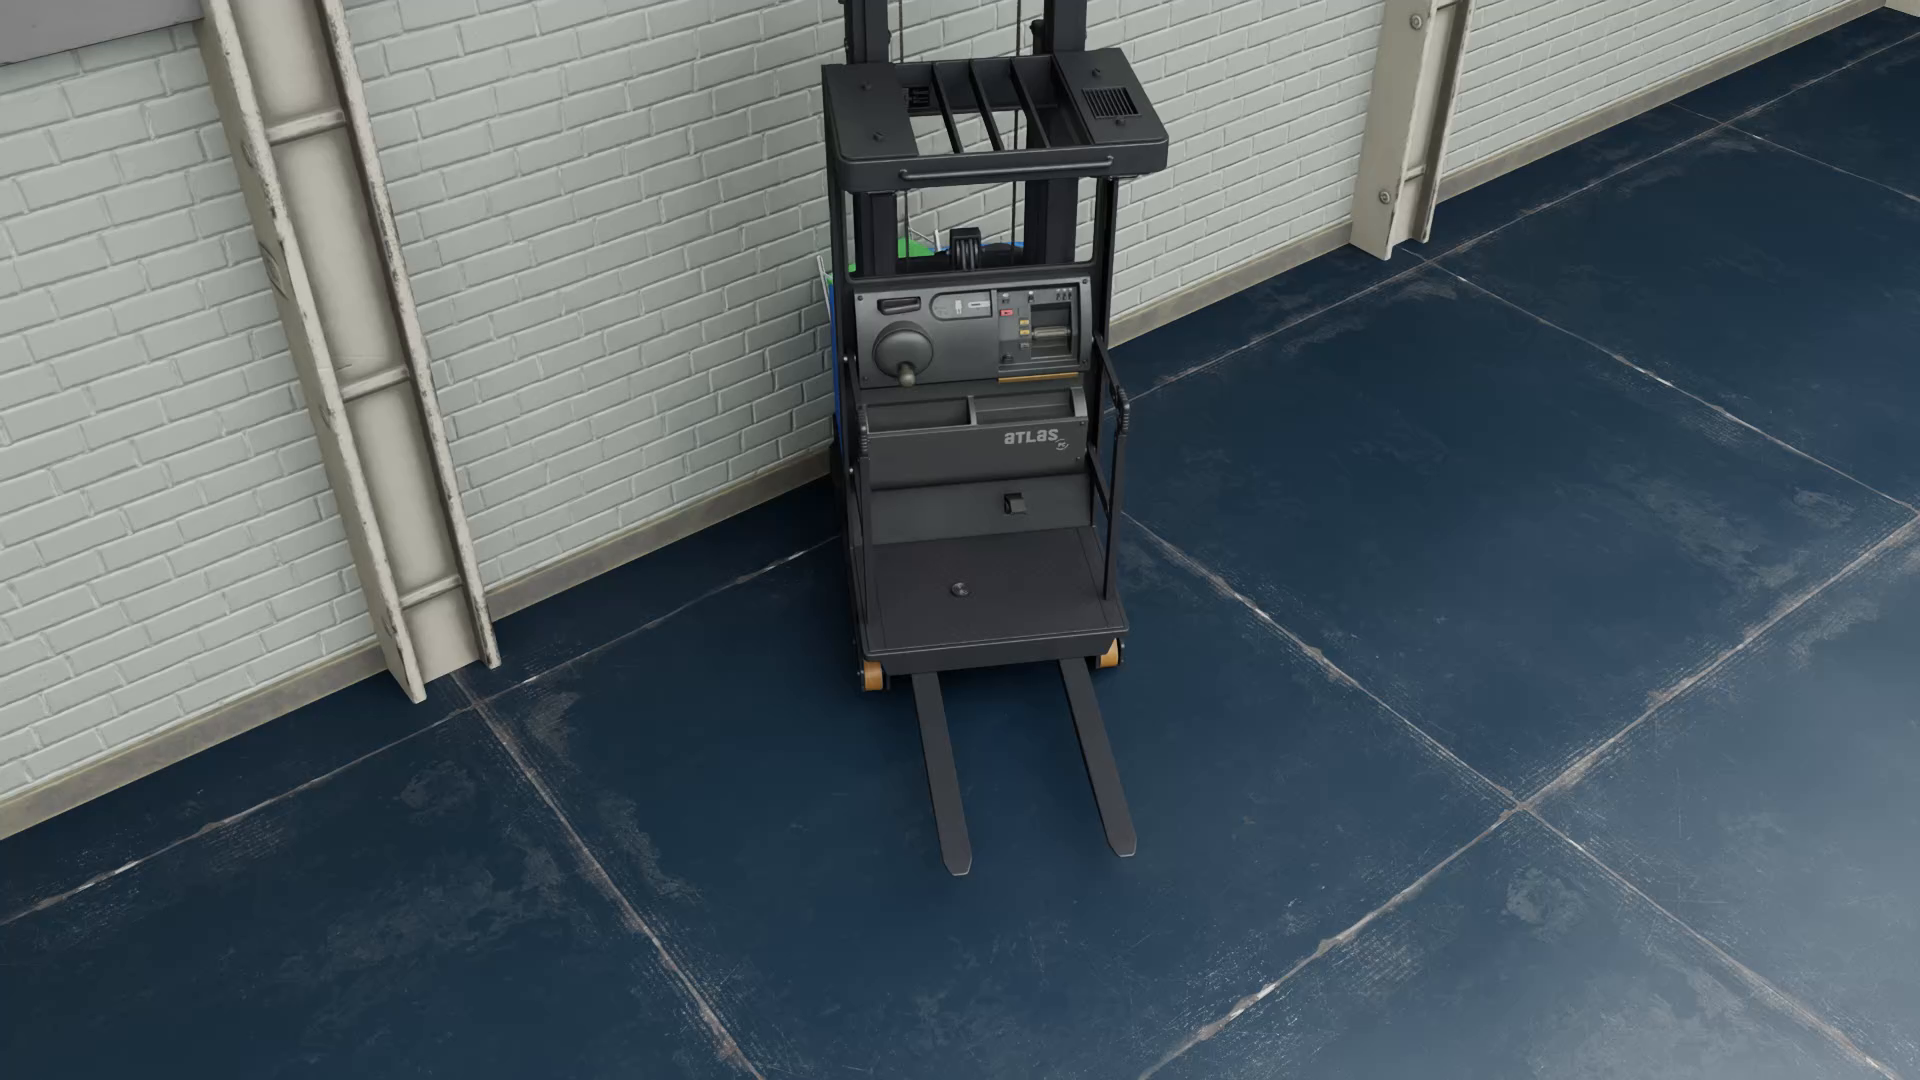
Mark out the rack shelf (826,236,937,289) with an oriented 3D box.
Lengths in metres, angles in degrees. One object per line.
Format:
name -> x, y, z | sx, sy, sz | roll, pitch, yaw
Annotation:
rack shelf -> -0.348, -1.193, 7.559 | 0.480, 0.148, 0.258 | -32, 46, -24

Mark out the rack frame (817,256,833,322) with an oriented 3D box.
rack frame -> -0.486, -0.766, 7.737 | 0.015, 1.200, 0.240 | -32, 46, -24

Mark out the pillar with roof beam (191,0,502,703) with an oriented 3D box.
pillar with roof beam -> 0.417, -0.785, 1.612 | 0.400, 9.000, 9.100 | -26, 46, -28

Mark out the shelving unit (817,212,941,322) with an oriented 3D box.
shelving unit -> -0.296, -0.885, 7.834 | 0.503, 1.200, 0.258 | -32, 46, -24

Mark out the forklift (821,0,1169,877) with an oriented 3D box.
forklift -> 0.088, -0.742, 6.344 | 1.130, 2.935, 3.031 | -5, 40, -6

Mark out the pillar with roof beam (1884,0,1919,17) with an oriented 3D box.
pillar with roof beam -> 9.932, -5.423, 7.265 | 0.400, 9.000, 9.100 | -26, 46, -28

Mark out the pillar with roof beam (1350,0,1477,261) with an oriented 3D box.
pillar with roof beam -> 5.174, -3.104, 4.439 | 0.400, 9.000, 9.100 | -26, 46, -28

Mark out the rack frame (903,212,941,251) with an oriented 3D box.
rack frame -> -0.106, -1.003, 7.932 | 0.015, 1.200, 0.240 | -32, 46, -24
